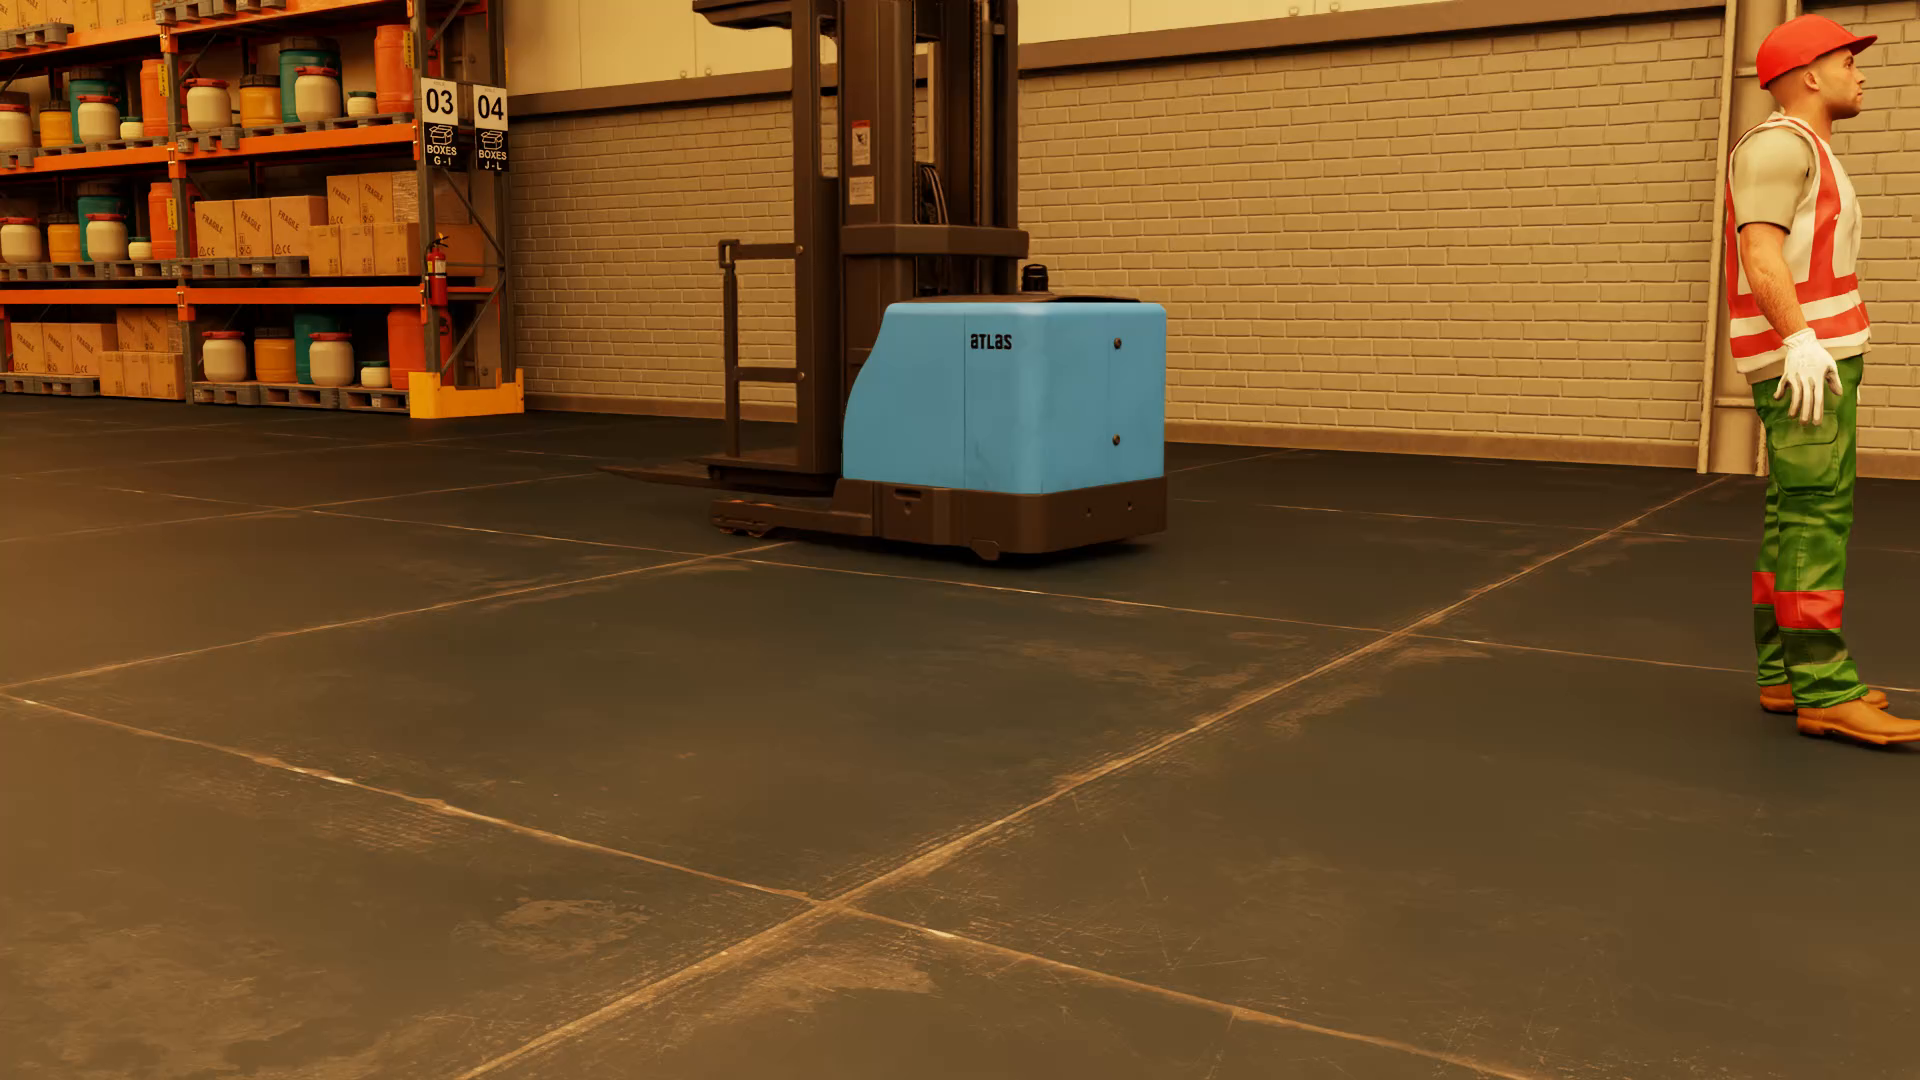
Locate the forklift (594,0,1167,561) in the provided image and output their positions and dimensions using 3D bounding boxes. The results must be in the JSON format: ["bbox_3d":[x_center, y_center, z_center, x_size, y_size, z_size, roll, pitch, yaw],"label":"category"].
[{"bbox_3d":[-0.538,-1.509,7.806,3.031,2.935,1.130,7,10,39],"label":"forklift"}]

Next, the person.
[{"bbox_3d":[2.235,-0.432,4.231,0.564,1.788,0.637,5,10,33],"label":"person"}]
